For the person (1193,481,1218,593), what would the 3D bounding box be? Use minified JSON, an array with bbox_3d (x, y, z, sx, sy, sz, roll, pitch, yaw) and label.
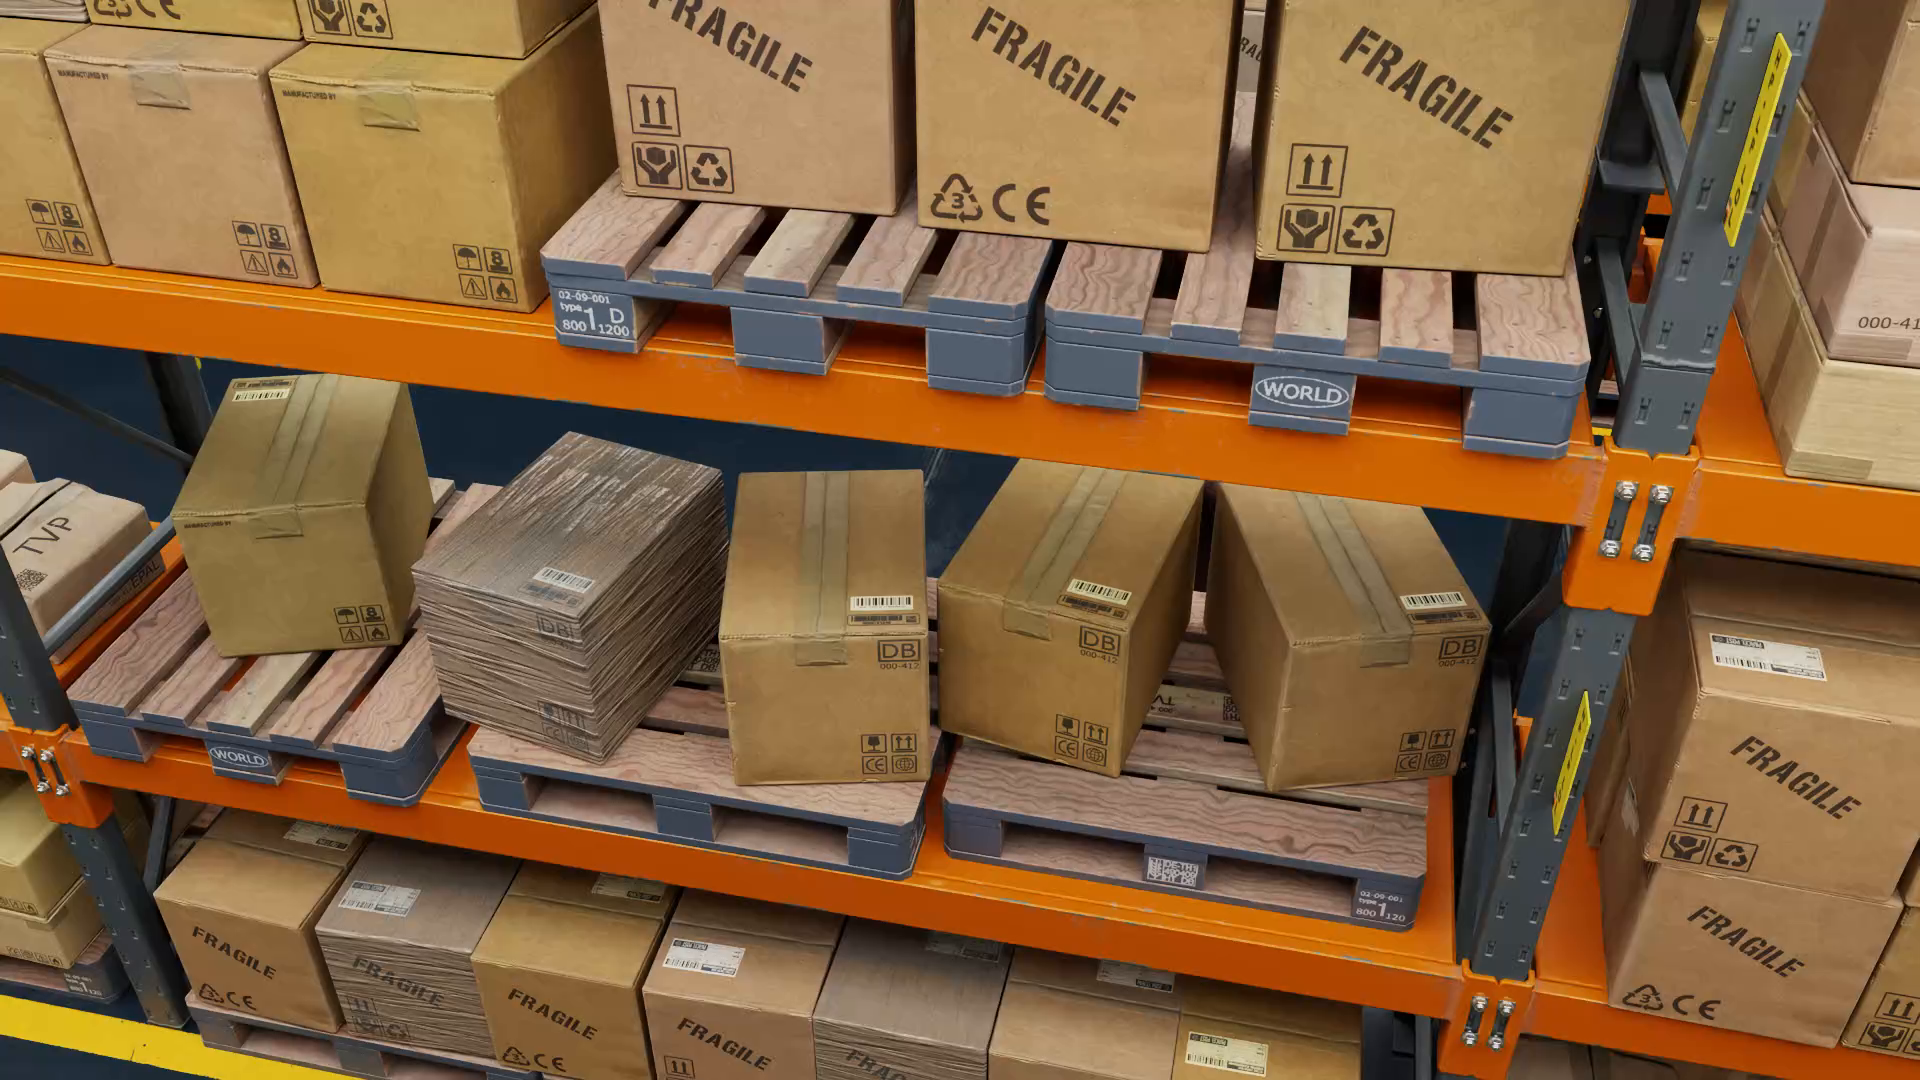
[{"bbox_3d":[0.952,-0.060,6.248,0.555,1.770,0.528,8,37,11],"label":"person"}]
